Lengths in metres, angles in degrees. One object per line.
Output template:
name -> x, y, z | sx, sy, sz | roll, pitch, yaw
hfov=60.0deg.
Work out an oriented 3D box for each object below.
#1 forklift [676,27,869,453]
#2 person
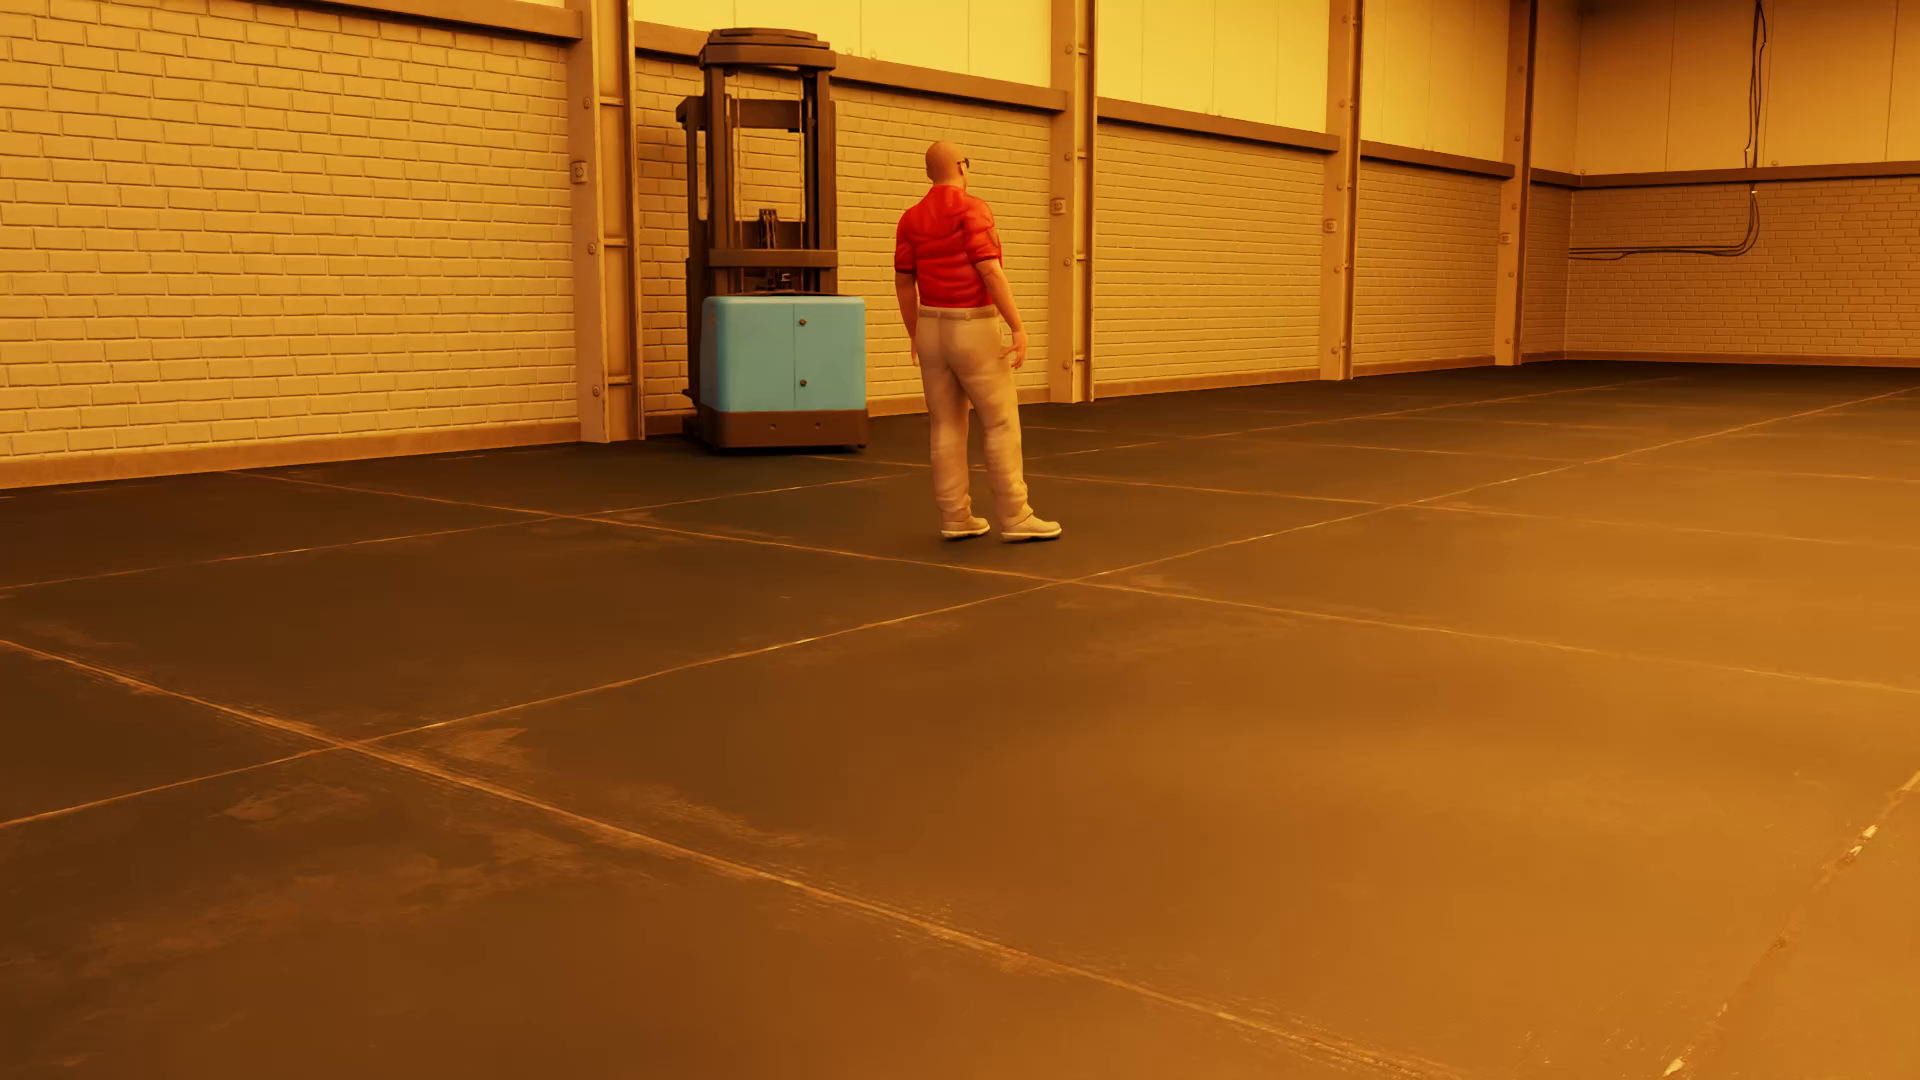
forklift -> -1.514, -2.223, 12.475 | 1.130, 2.935, 3.031 | -2, 9, -15
person -> 0.066, -0.873, 7.341 | 0.641, 1.728, 0.550 | 7, 11, 38
